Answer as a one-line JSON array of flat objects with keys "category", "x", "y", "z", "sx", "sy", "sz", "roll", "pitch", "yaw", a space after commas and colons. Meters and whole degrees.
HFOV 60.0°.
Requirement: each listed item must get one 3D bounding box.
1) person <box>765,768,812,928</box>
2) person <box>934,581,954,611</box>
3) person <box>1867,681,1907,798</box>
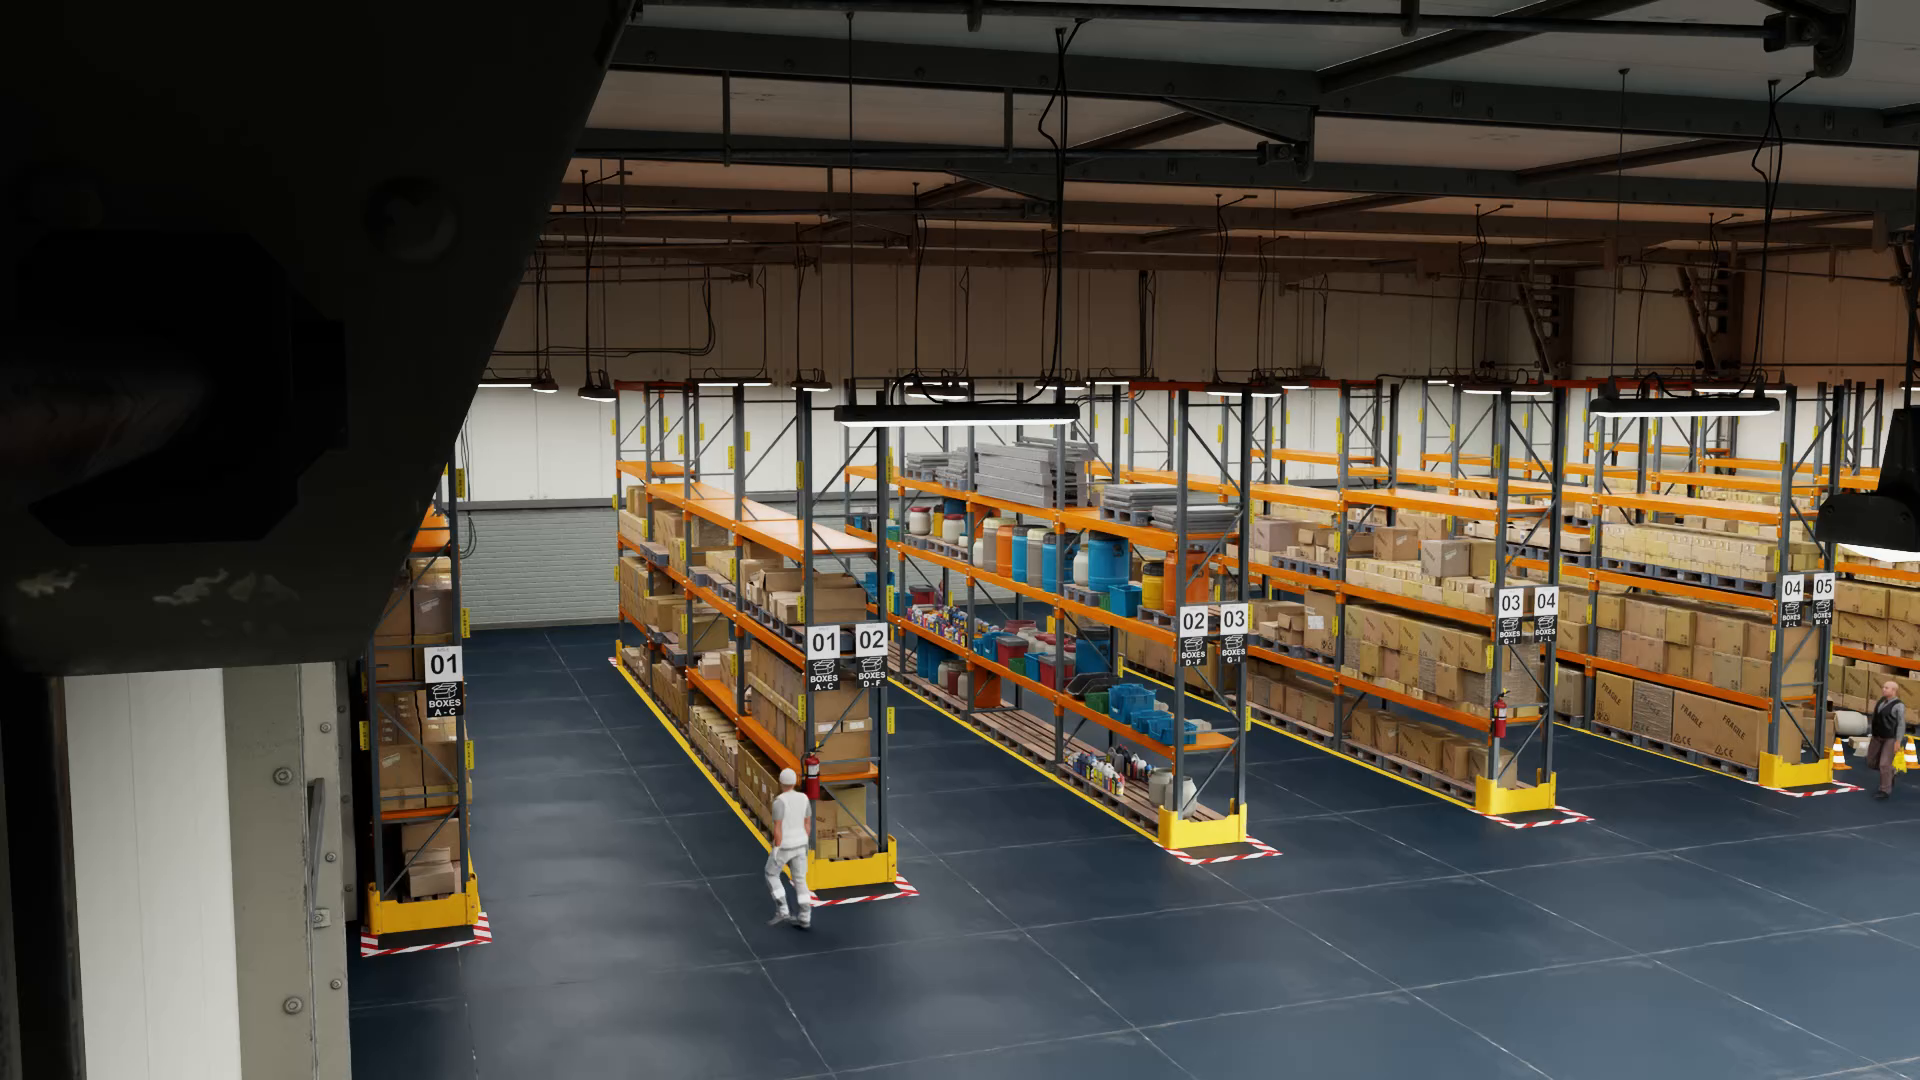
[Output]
[{"category": "person", "x": -1.908, "y": 3.466, "z": 18.711, "sx": 0.542, "sy": 1.786, "sz": 0.597, "roll": 5, "pitch": 8, "yaw": 41}, {"category": "person", "x": -0.349, "y": 1.655, "z": 36.779, "sx": 0.418, "sy": 1.538, "sz": 0.972, "roll": -3, "pitch": 7, "yaw": -25}, {"category": "person", "x": 13.586, "y": 2.904, "z": 24.282, "sx": 0.664, "sy": 1.708, "sz": 0.537, "roll": -2, "pitch": 6, "yaw": -21}]
